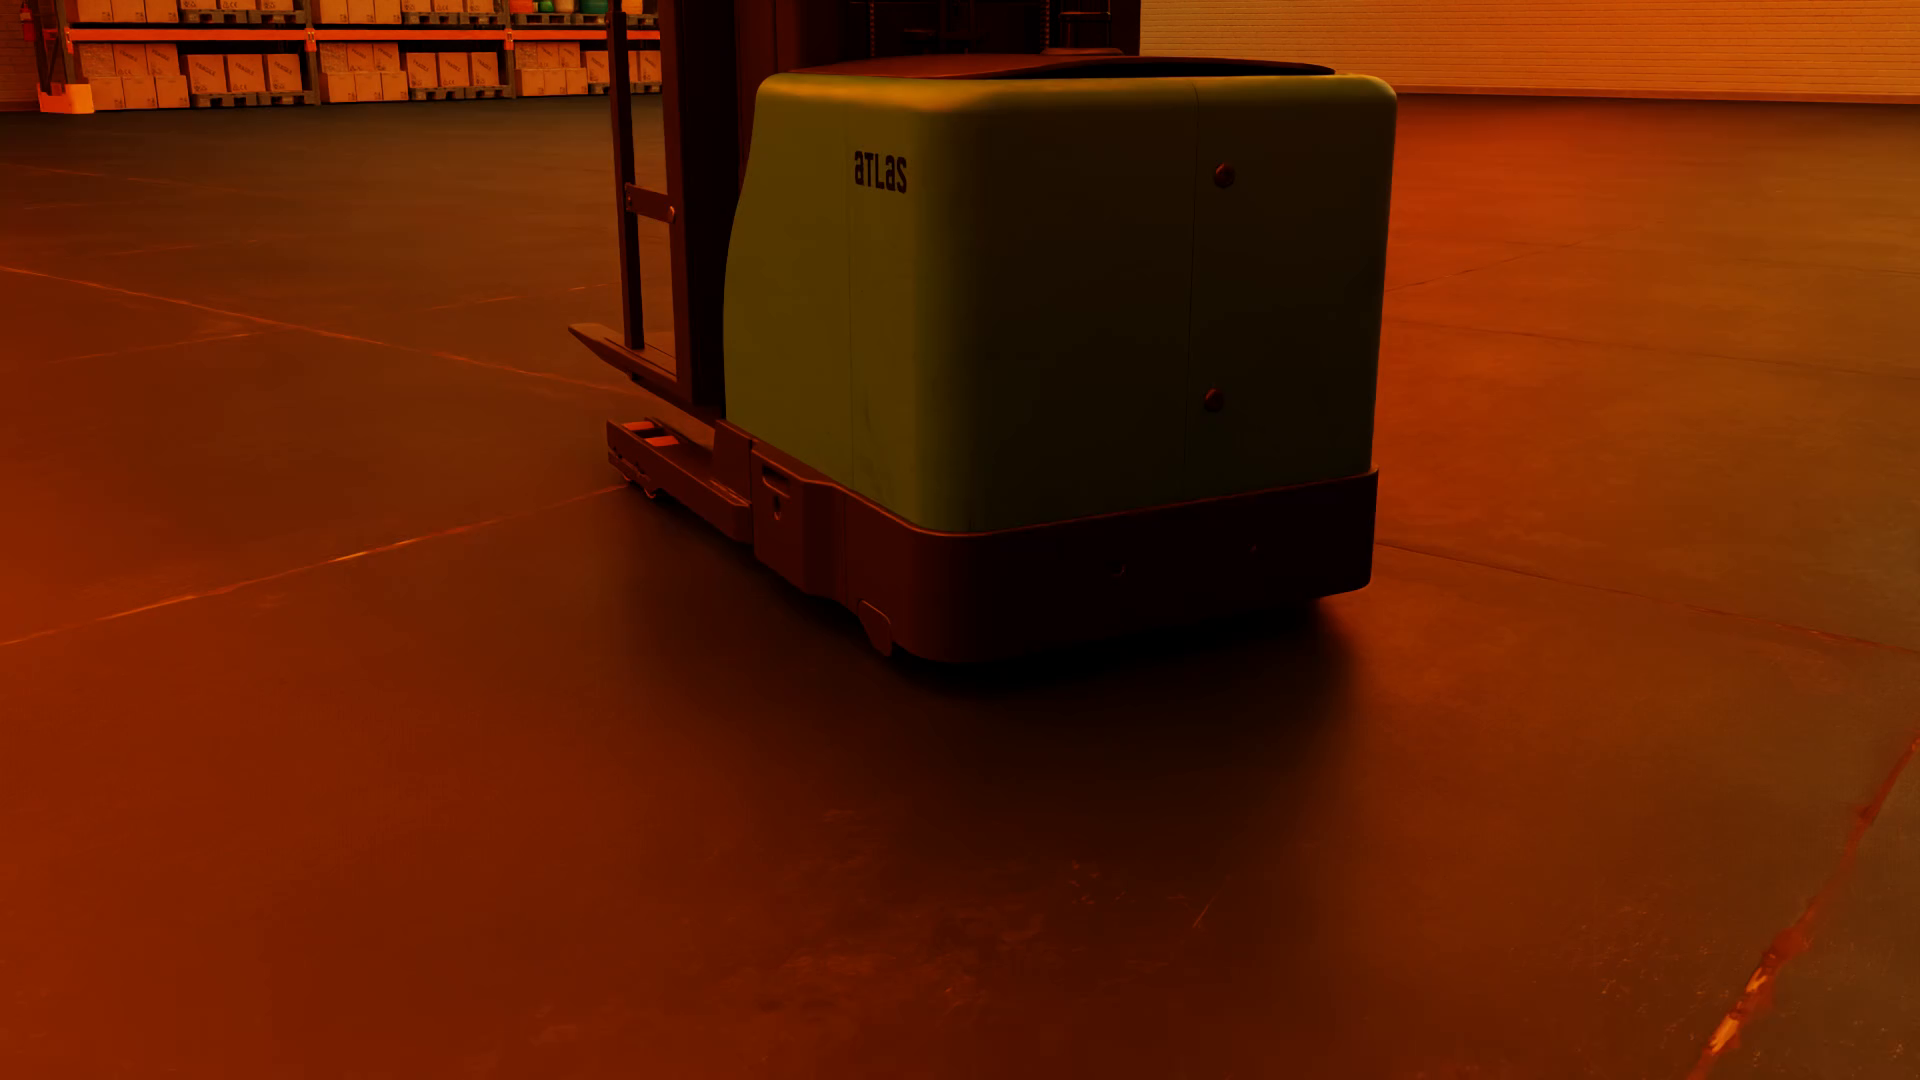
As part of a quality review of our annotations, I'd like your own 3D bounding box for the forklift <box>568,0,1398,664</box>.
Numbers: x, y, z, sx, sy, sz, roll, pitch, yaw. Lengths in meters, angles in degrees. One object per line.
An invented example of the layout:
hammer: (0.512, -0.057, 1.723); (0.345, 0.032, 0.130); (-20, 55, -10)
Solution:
forklift: (-0.291, -1.561, 4.038); (1.130, 2.935, 3.031); (-9, 19, -27)
